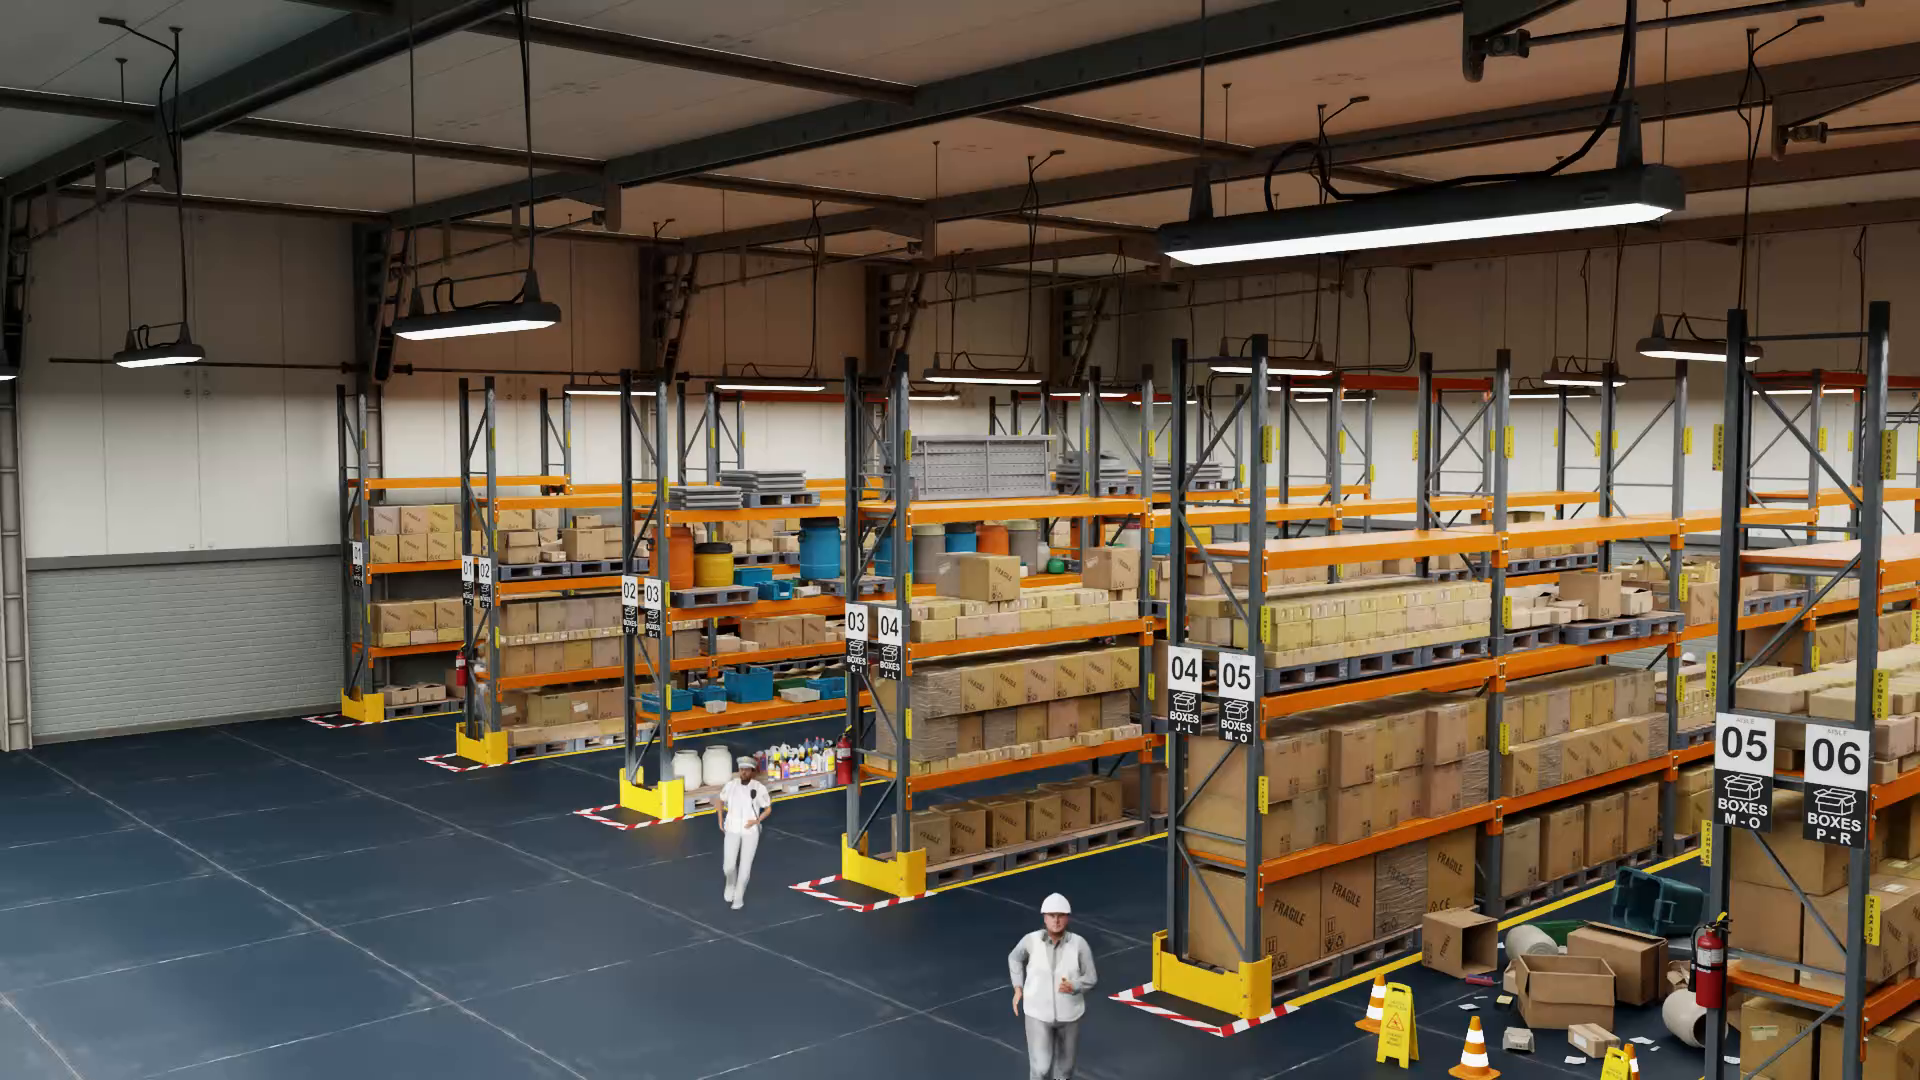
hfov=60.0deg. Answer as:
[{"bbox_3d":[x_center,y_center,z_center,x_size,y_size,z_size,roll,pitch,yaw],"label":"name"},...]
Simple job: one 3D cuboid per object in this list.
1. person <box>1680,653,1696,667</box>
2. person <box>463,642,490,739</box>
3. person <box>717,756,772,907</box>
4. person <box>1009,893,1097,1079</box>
[{"bbox_3d":[11.037,2.616,25.266,0.801,1.822,0.677,-4,5,-44],"label":"person"},{"bbox_3d":[-8.008,2.523,27.774,0.592,1.629,0.575,2,4,33],"label":"person"},{"bbox_3d":[-2.346,3.156,17.974,0.611,1.652,0.494,0,4,0],"label":"person"},{"bbox_3d":[0.681,3.487,12.122,0.624,1.831,0.752,0,4,-2],"label":"person"}]
